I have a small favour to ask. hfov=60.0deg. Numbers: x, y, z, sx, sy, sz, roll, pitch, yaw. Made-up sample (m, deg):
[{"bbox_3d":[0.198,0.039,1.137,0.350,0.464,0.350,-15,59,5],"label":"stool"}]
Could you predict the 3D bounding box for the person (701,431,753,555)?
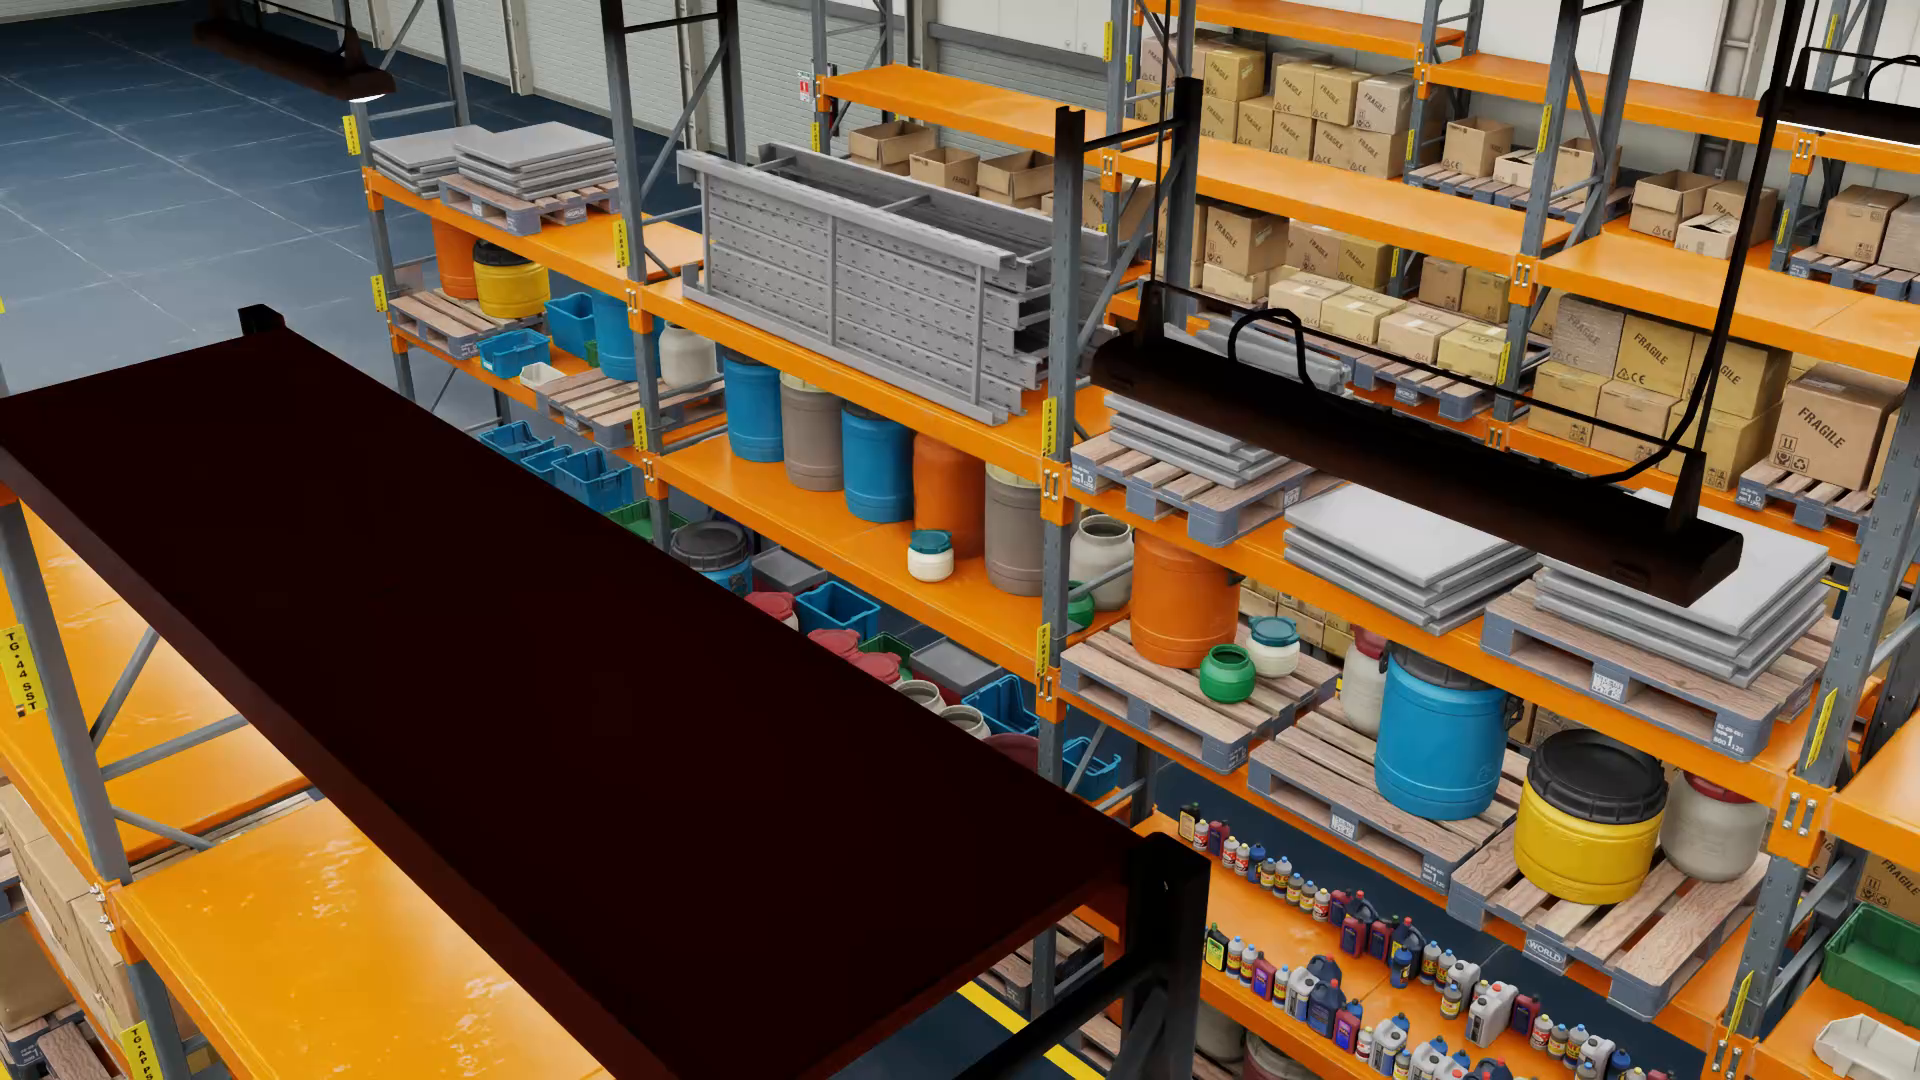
[{"bbox_3d":[-2.353,-0.577,16.244,0.731,1.694,0.636,8,29,14],"label":"person"}]
